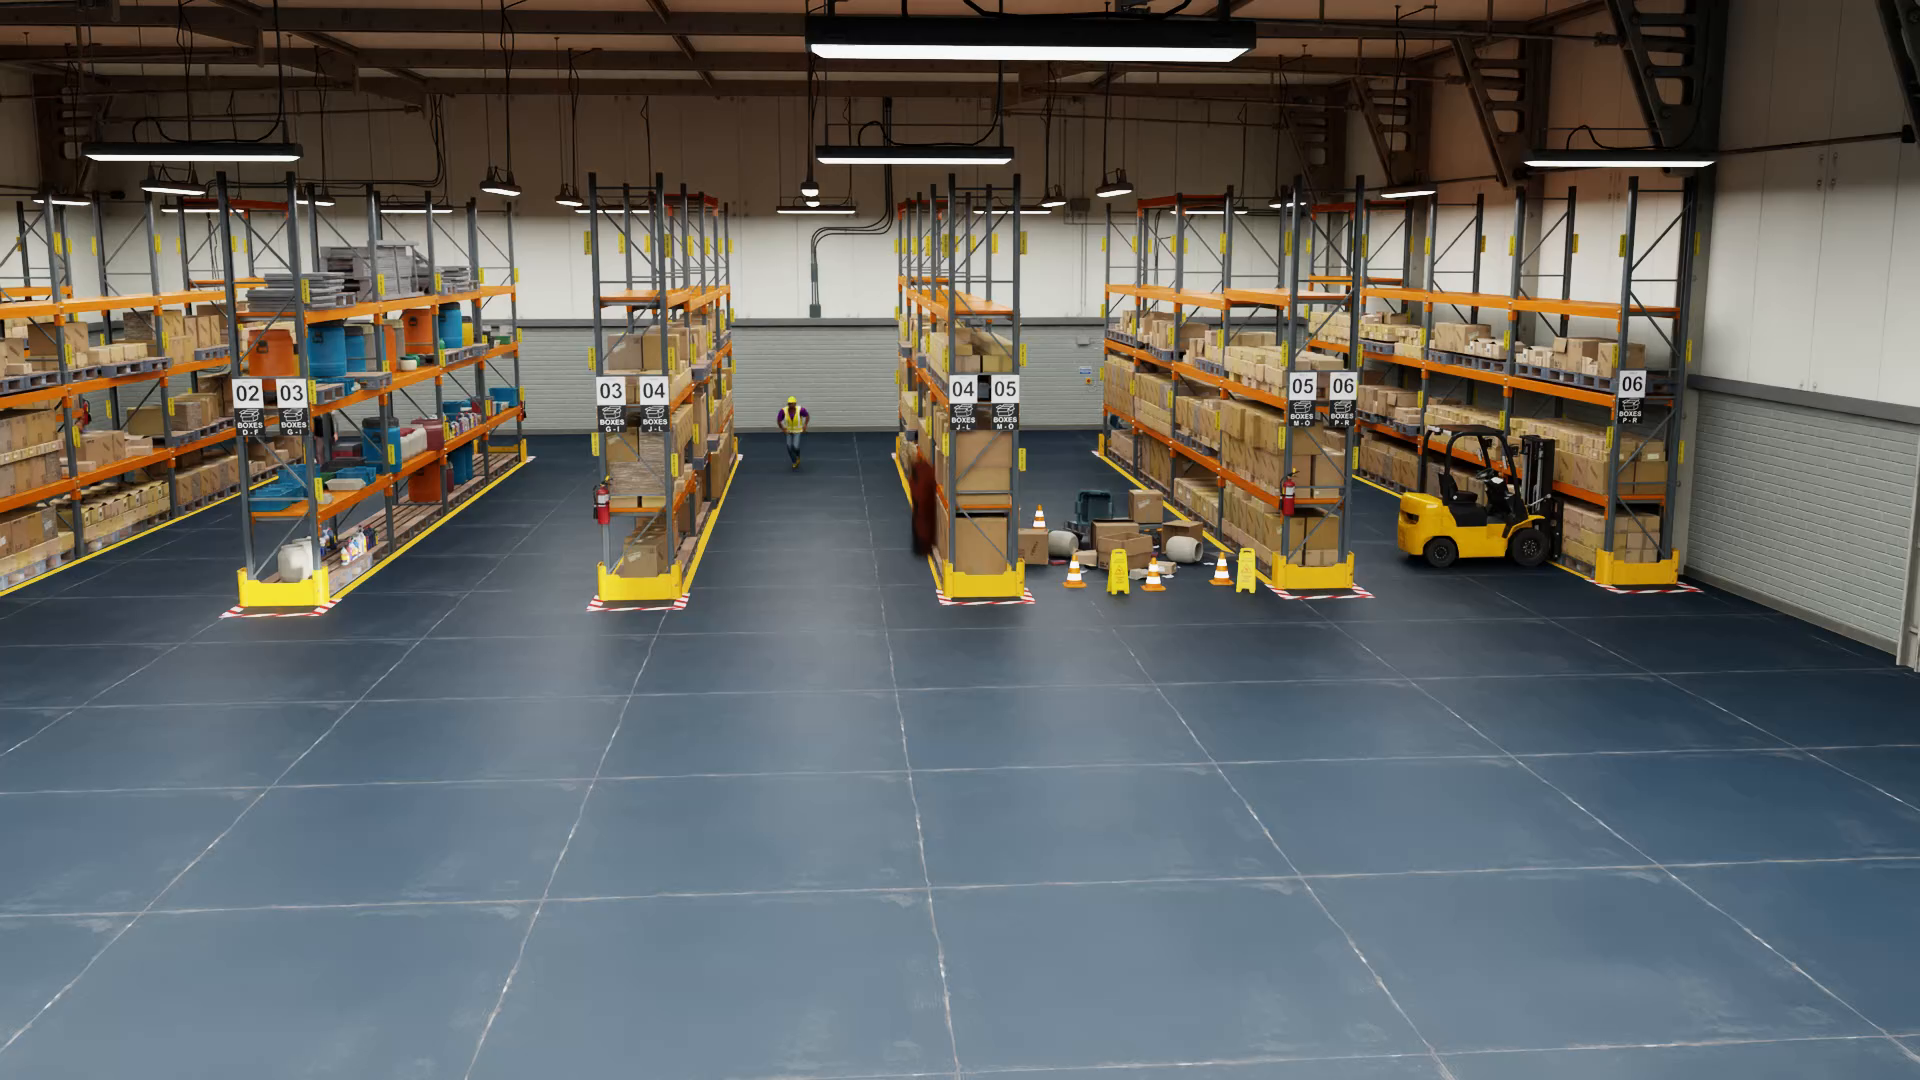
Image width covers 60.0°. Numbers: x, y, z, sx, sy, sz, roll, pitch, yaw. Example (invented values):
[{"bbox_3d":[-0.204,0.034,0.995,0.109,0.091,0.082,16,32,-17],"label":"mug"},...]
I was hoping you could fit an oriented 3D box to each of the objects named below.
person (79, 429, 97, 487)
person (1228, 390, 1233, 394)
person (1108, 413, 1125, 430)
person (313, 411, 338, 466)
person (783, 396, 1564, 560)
[{"bbox_3d":[-17.778,-1.617,33.862,0.530,1.389,0.662,1,10,7],"label":"person"},{"bbox_3d":[6.156,-2.542,37.951,0.638,1.779,0.528,-7,12,-35],"label":"person"},{"bbox_3d":[4.063,-3.297,42.986,0.438,1.480,0.446,0,10,-2],"label":"person"},{"bbox_3d":[-14.086,-2.301,36.850,0.611,1.668,1.068,-1,10,-7],"label":"person"},{"bbox_3d":[3.309,-1.455,32.182,15.627,1.655,10.905,1,10,5],"label":"person"}]
